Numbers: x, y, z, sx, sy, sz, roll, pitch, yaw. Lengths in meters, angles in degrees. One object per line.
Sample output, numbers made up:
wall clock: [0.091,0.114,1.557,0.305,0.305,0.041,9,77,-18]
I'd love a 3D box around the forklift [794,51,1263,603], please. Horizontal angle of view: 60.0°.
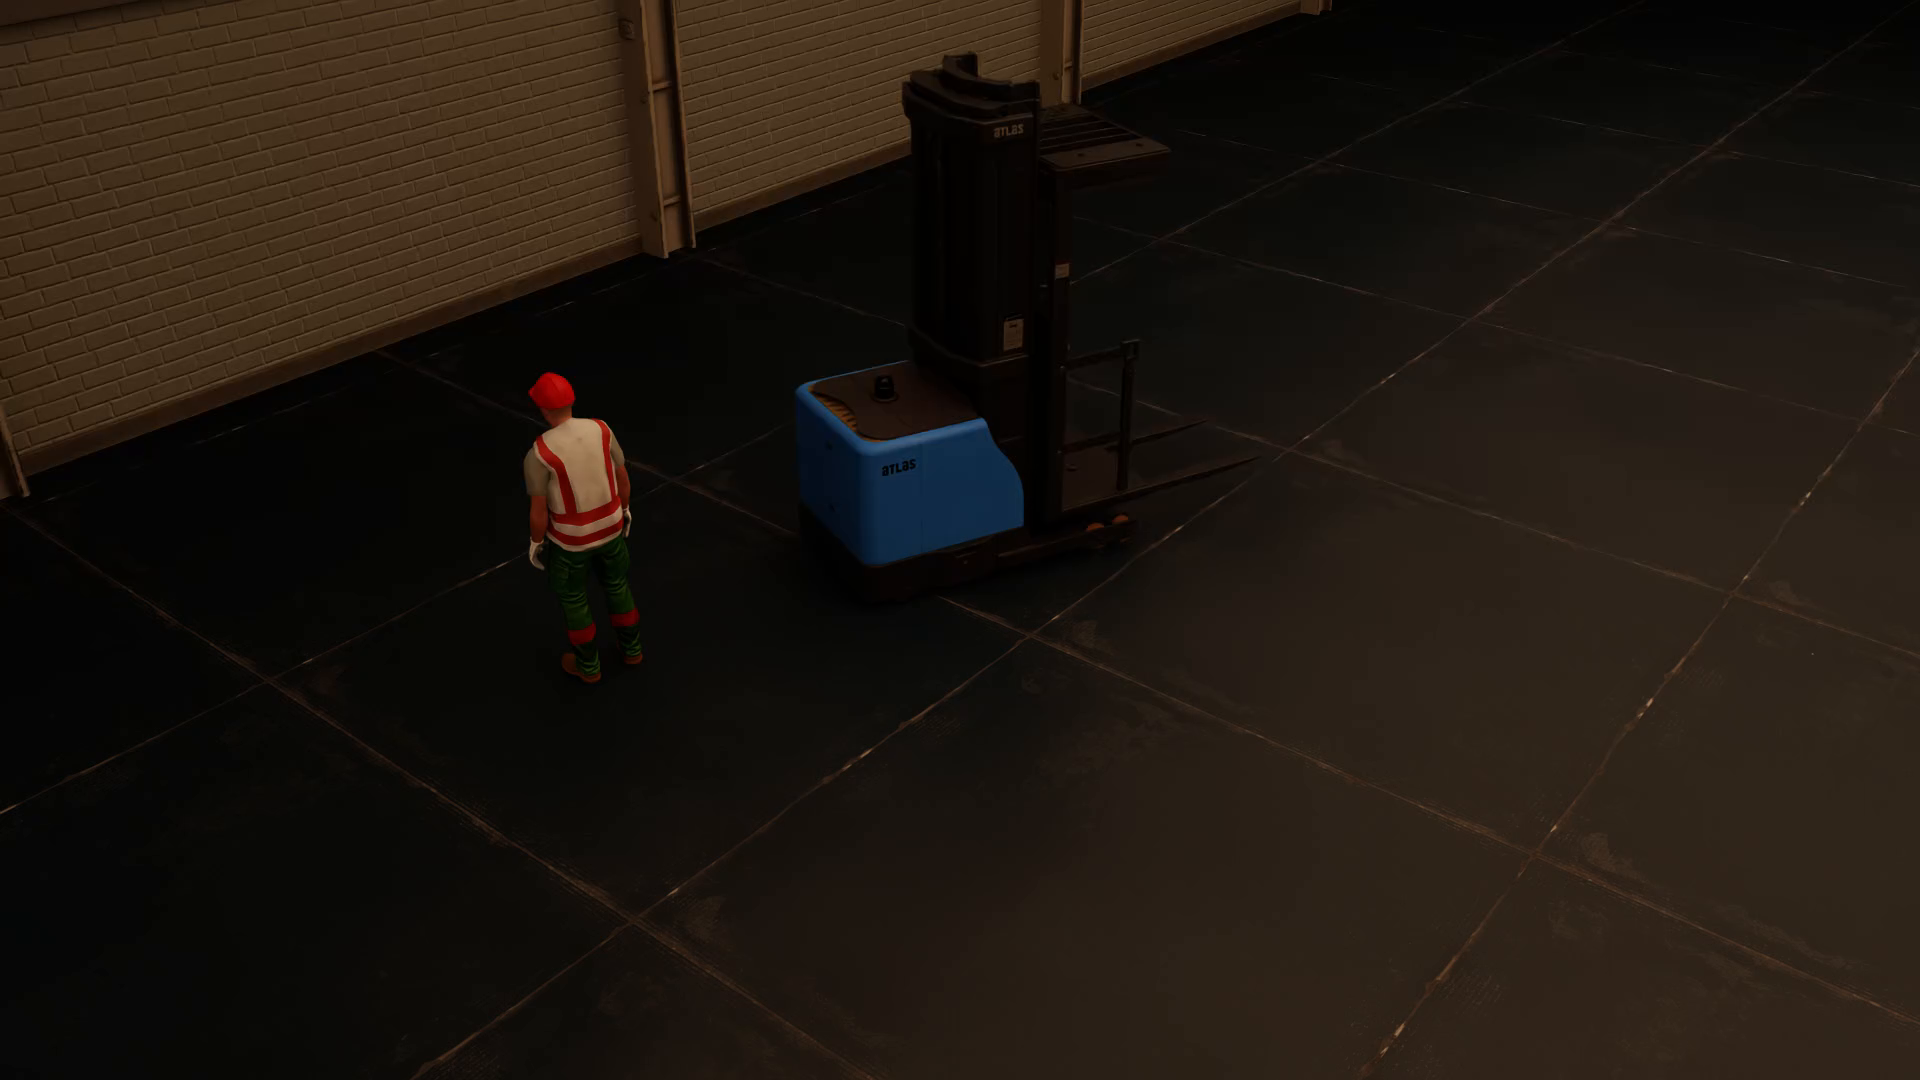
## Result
forklift: [0.532,-1.422,10.028,3.031,2.935,1.130,-16,34,-25]

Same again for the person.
person: [-2.014,-0.055,8.834,0.619,1.779,0.450,-23,37,-34]
